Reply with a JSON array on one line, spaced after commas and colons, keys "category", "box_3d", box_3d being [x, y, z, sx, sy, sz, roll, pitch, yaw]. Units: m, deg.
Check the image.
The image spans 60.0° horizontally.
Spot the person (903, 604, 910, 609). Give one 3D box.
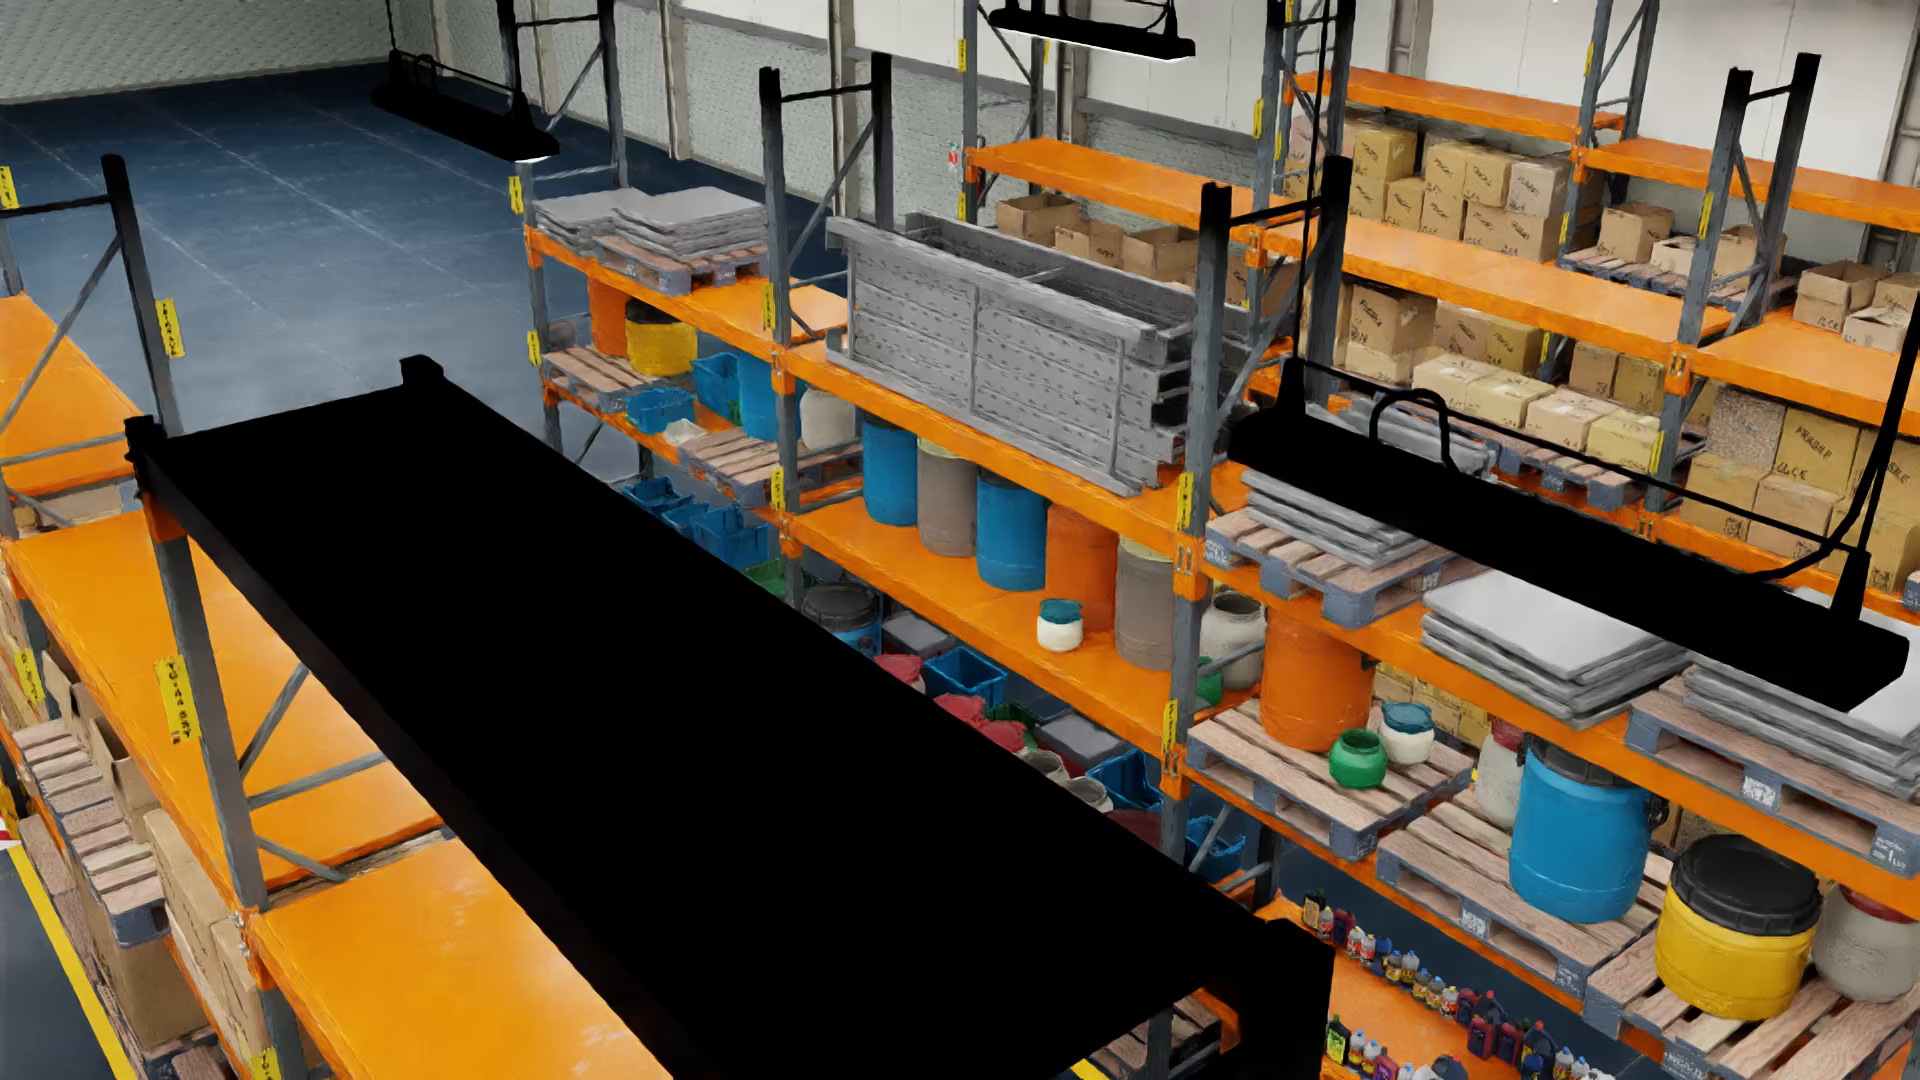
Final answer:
[{"category": "person", "box_3d": [-0.063, -0.089, 16.476, 0.815, 1.695, 0.711, 15, 30, 29]}]
